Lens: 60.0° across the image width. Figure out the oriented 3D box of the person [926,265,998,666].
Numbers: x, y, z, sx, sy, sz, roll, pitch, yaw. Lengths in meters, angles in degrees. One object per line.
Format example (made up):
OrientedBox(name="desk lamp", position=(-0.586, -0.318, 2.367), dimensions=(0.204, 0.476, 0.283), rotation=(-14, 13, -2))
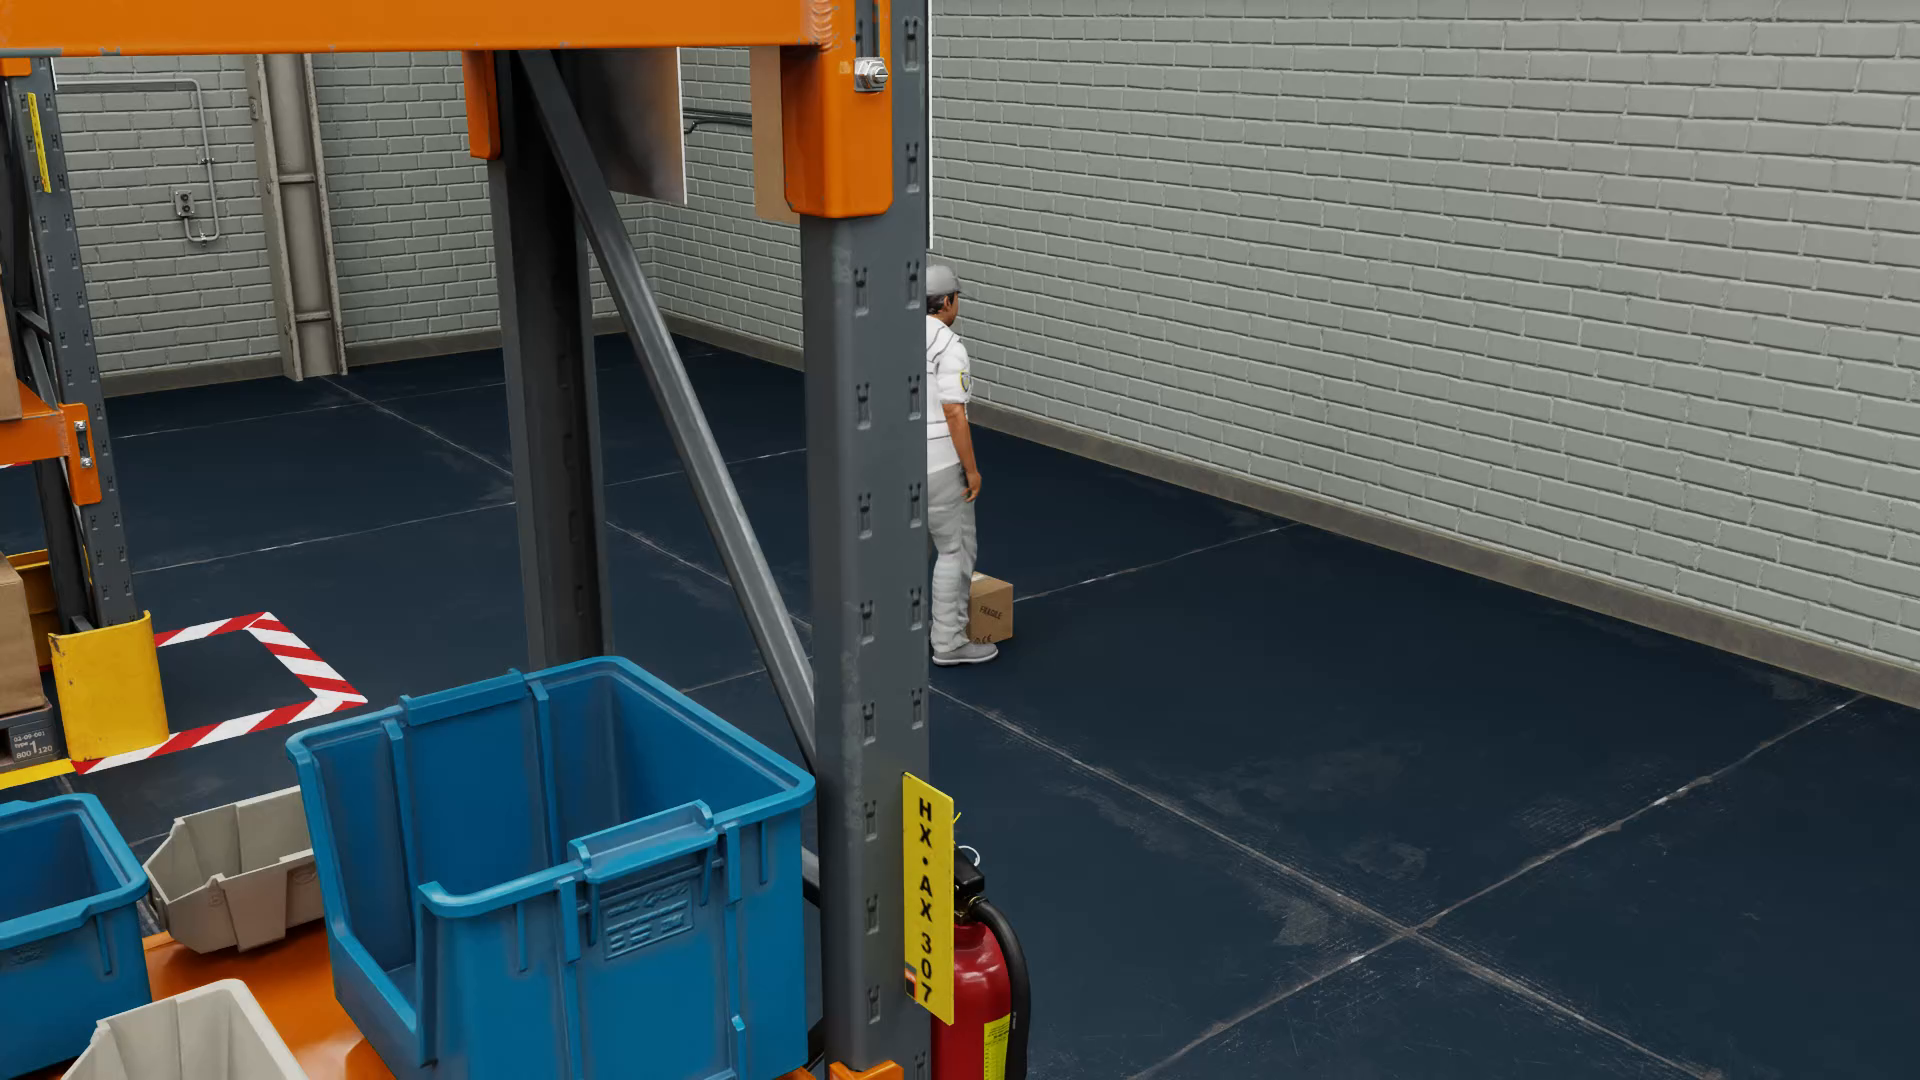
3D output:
OrientedBox(name="person", position=(-0.112, -0.320, 7.035), dimensions=(0.463, 1.667, 0.563), rotation=(-15, 23, -39))
